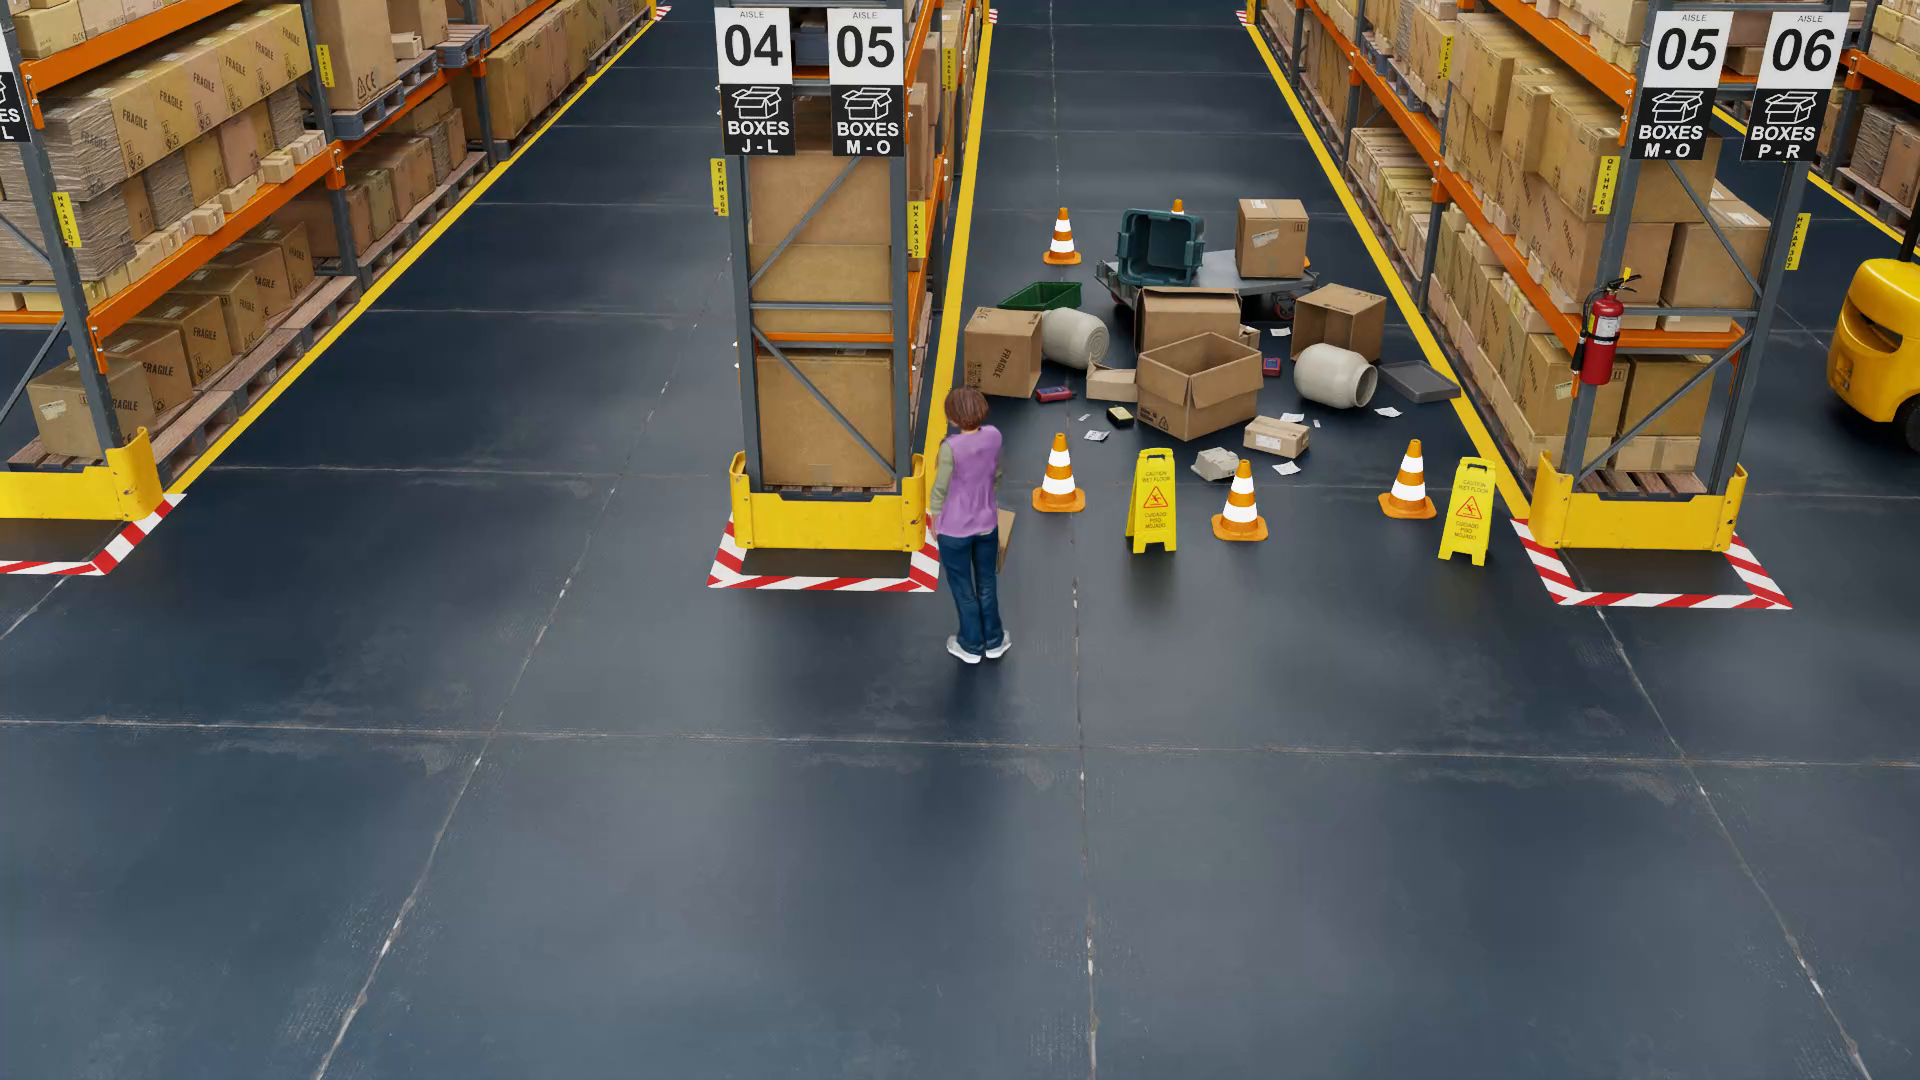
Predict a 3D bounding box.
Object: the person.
[{"bbox_3d":[0.057,-0.088,8.767,0.517,1.605,0.343,-16,32,-27],"label":"person"}]
